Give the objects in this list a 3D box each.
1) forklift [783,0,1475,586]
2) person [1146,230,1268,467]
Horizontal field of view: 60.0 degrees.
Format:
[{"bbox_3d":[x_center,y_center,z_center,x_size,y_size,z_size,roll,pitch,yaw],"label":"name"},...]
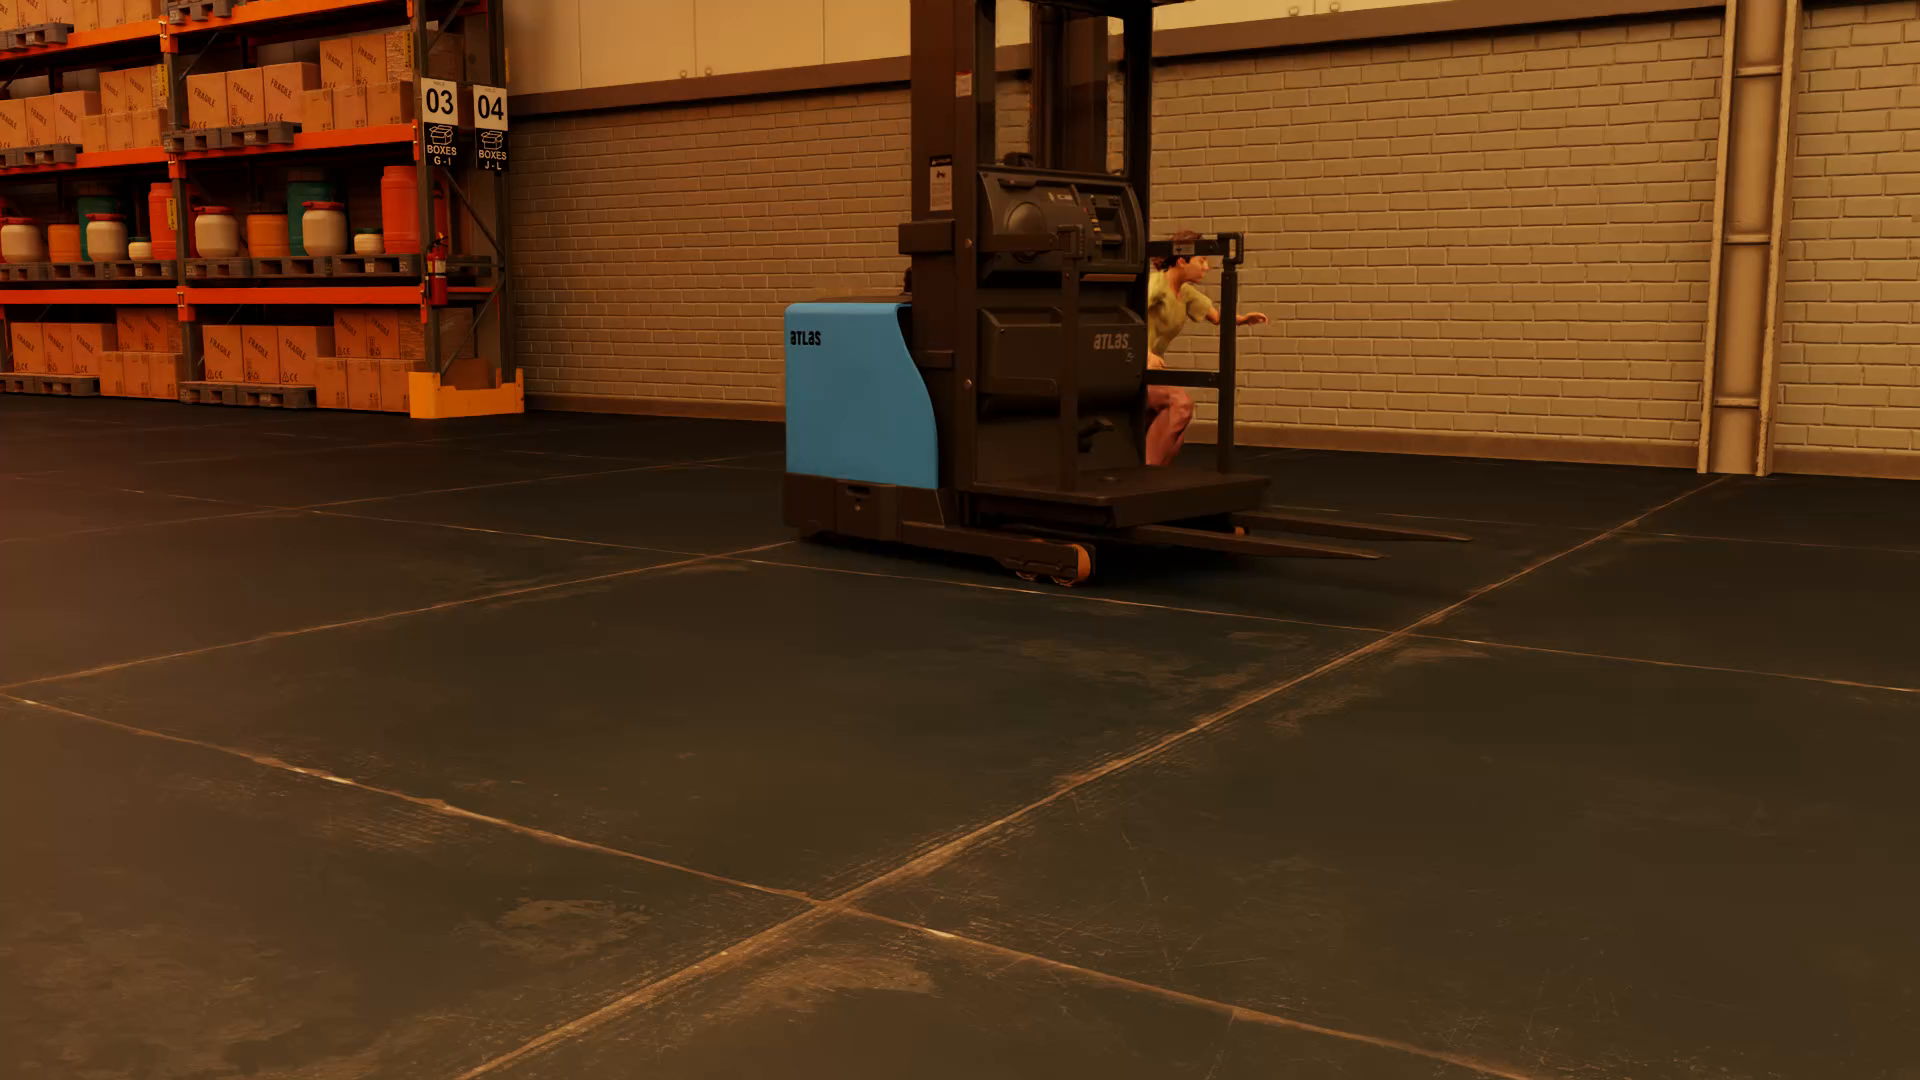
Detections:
[{"bbox_3d":[0.581,-1.355,6.722,1.130,2.935,3.031,-8,11,-44],"label":"forklift"},{"bbox_3d":[1.071,-0.812,8.231,0.819,1.434,0.990,3,9,20],"label":"person"}]
